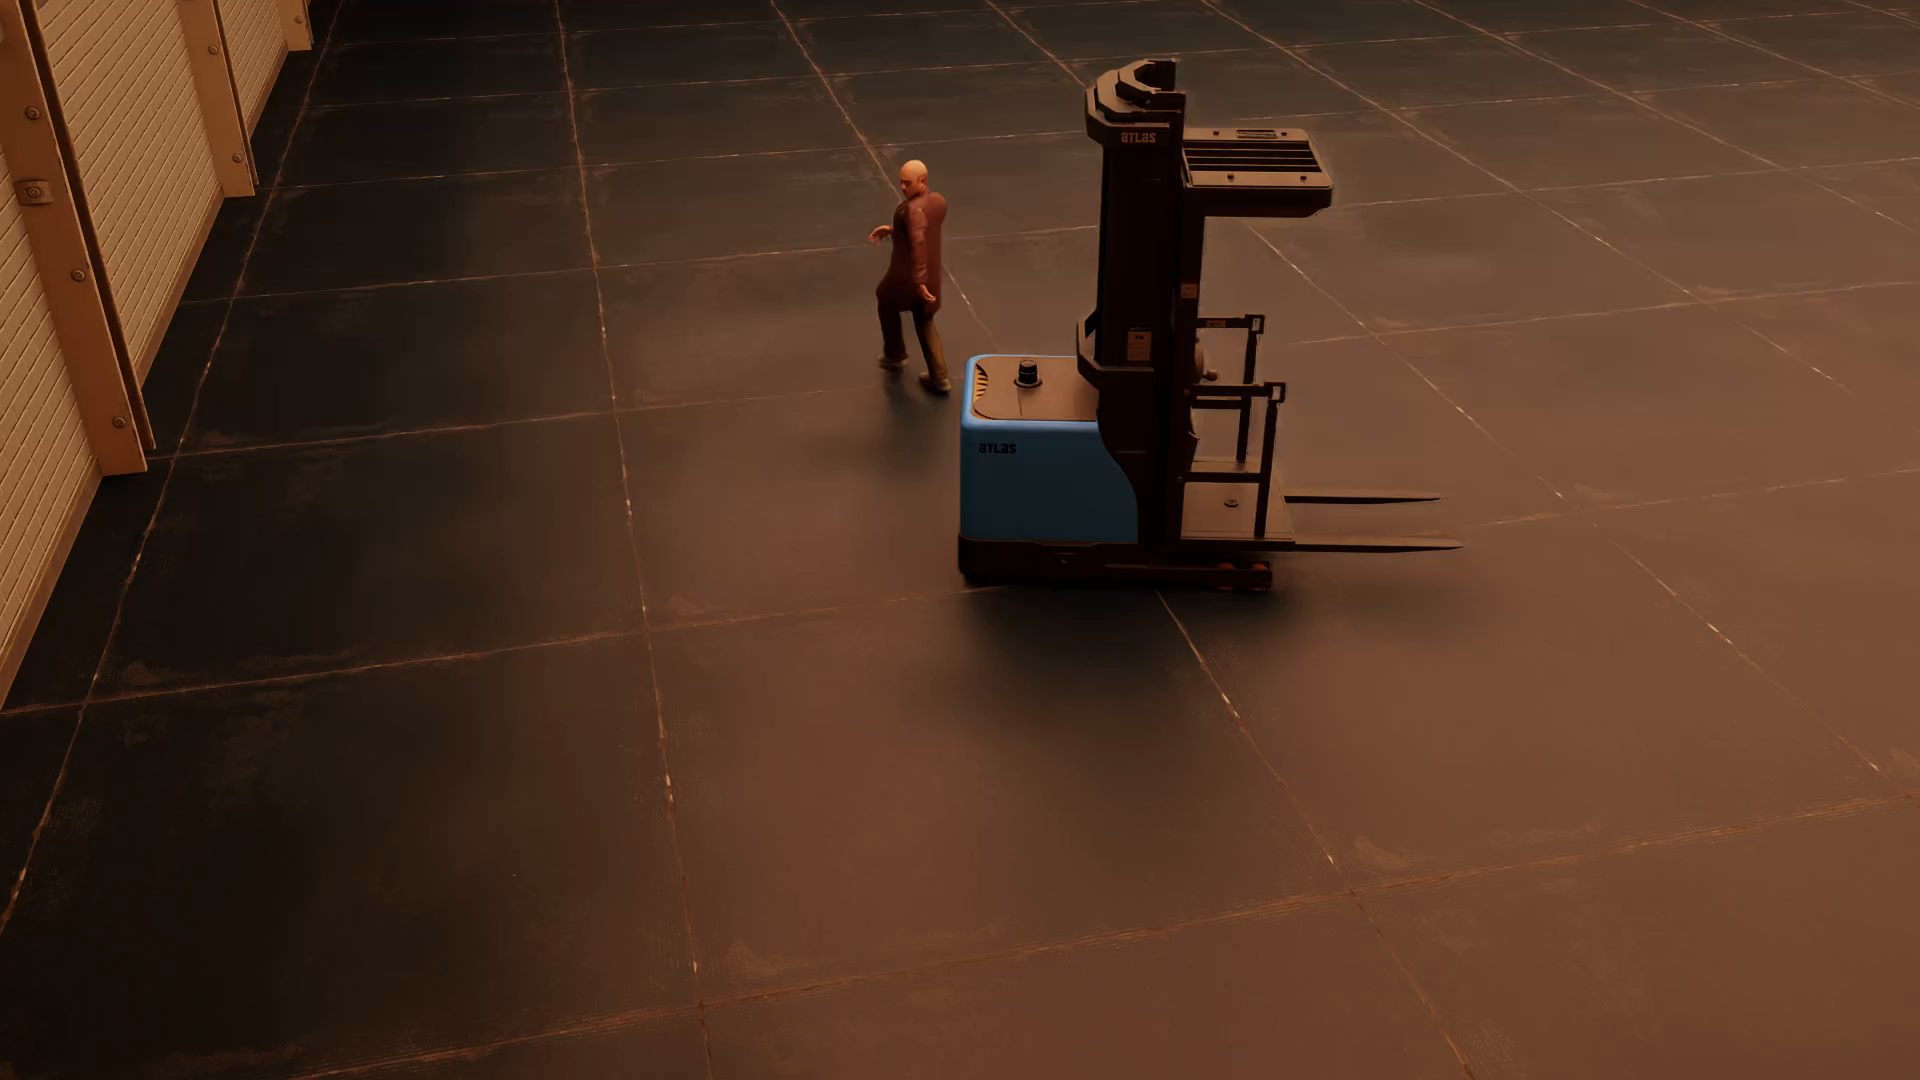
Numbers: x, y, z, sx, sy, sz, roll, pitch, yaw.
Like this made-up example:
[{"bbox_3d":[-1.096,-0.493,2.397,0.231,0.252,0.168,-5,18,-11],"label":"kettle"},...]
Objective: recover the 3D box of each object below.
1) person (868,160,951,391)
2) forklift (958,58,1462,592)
[{"bbox_3d":[-0.345,-1.943,12.198,0.613,1.731,1.009,-21,36,-32],"label":"person"},{"bbox_3d":[1.520,-1.232,9.703,3.031,2.935,1.130,1,30,2],"label":"forklift"}]
